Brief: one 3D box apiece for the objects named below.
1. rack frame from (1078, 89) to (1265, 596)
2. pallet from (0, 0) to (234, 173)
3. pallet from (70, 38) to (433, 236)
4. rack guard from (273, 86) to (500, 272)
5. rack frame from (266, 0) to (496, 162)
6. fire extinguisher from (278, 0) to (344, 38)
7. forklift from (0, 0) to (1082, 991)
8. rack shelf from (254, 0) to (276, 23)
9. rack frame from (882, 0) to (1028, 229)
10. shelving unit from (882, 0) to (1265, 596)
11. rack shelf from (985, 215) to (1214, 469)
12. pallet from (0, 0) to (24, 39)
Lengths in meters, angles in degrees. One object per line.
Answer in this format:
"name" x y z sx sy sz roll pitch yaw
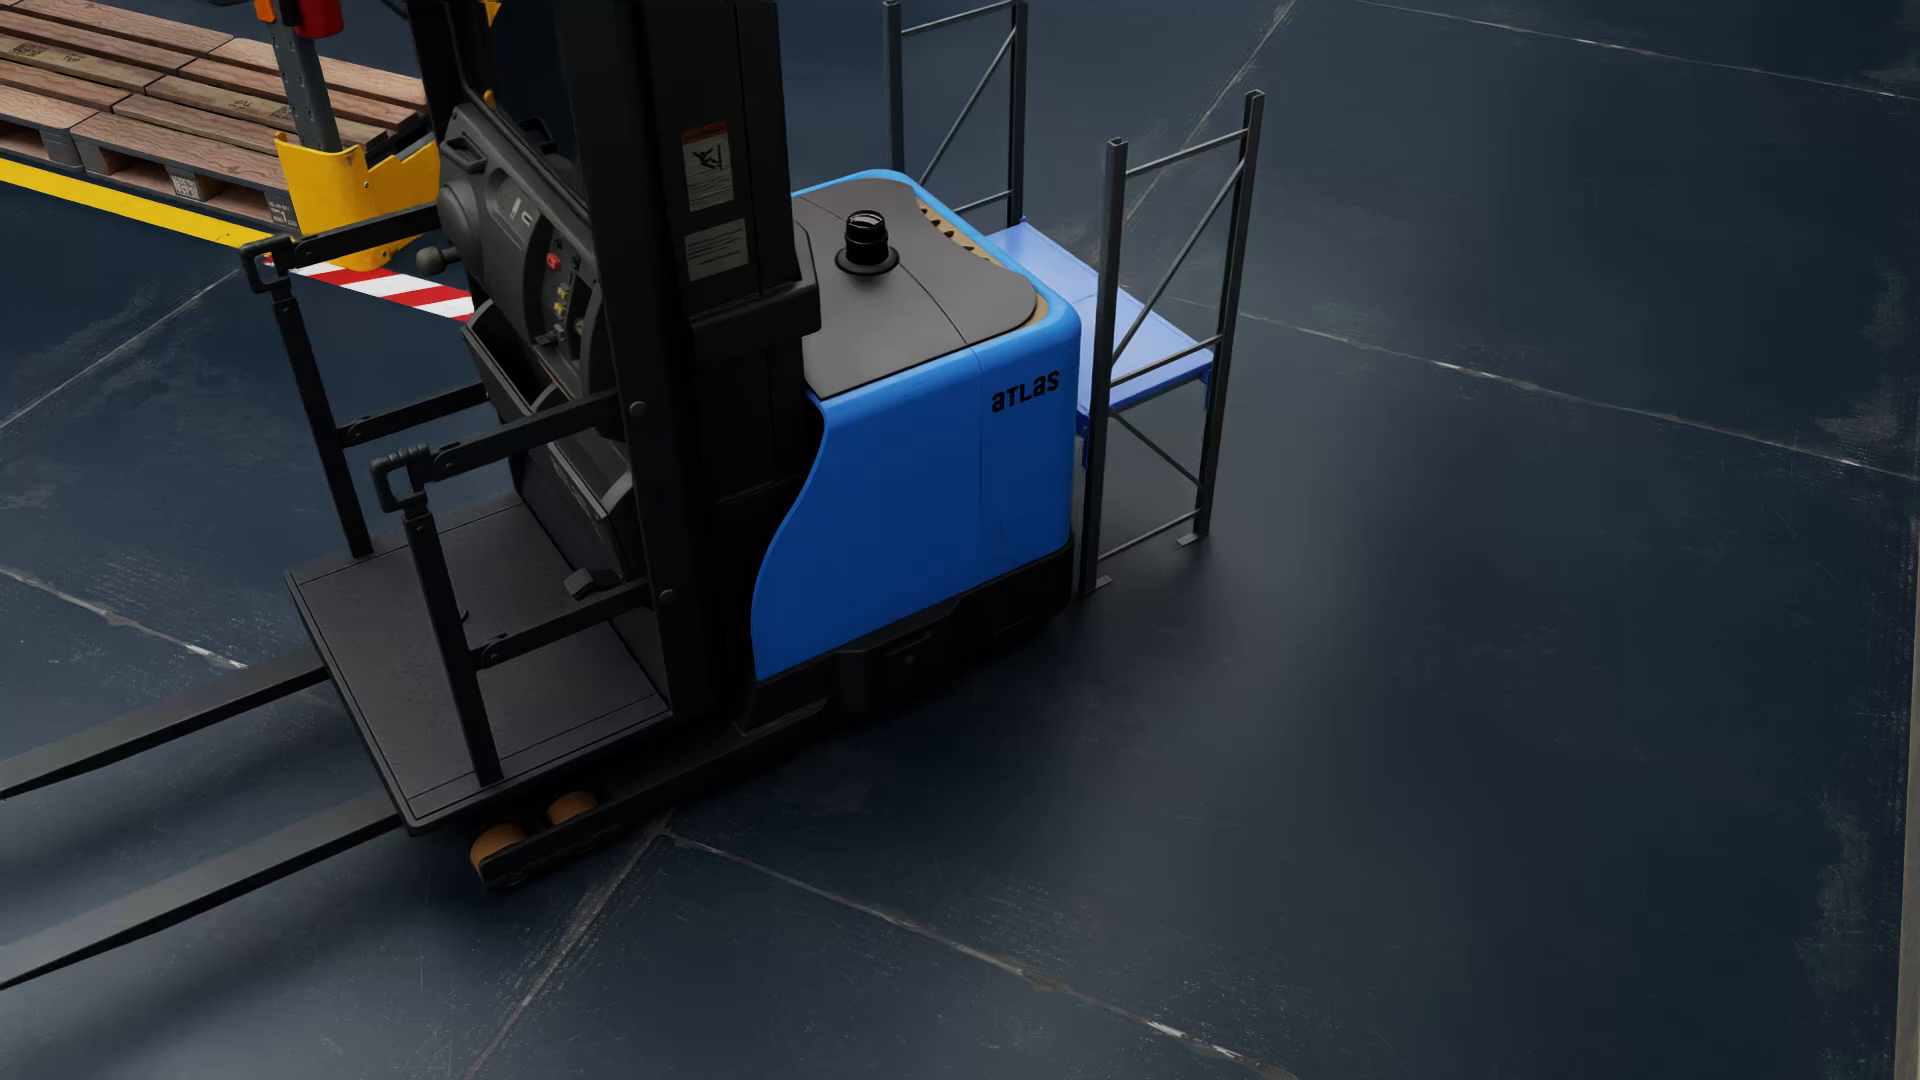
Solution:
"rack frame" 0.574 -0.499 4.680 0.500 1.500 0.032 -25 47 -26
"pallet" -4.052 -2.089 7.498 1.213 0.211 1.003 17 44 19
"pallet" -2.950 -1.750 7.108 1.213 0.211 1.003 17 44 19
"rack guard" -2.192 -1.609 6.724 0.348 0.500 1.175 17 44 19
"rack frame" -2.219 -2.552 5.904 0.127 3.000 1.000 17 44 19
"fire extinguisher" -2.275 -2.071 5.692 0.183 0.674 0.296 17 44 19
"forklift" -1.185 -0.622 3.730 3.031 2.935 1.130 -23 46 -24
"rack shelf" -4.032 -2.834 6.779 4.000 0.370 1.077 17 44 19
"rack frame" -0.008 -1.045 5.310 0.500 1.500 0.032 -25 47 -26
"shelving unit" 0.283 -0.772 4.995 0.538 1.500 1.048 -25 47 -26
"rack shelf" 0.283 -0.636 5.113 0.538 0.185 1.000 -25 47 -26
"pallet" -5.161 -2.426 7.887 1.213 0.211 1.003 17 44 19
